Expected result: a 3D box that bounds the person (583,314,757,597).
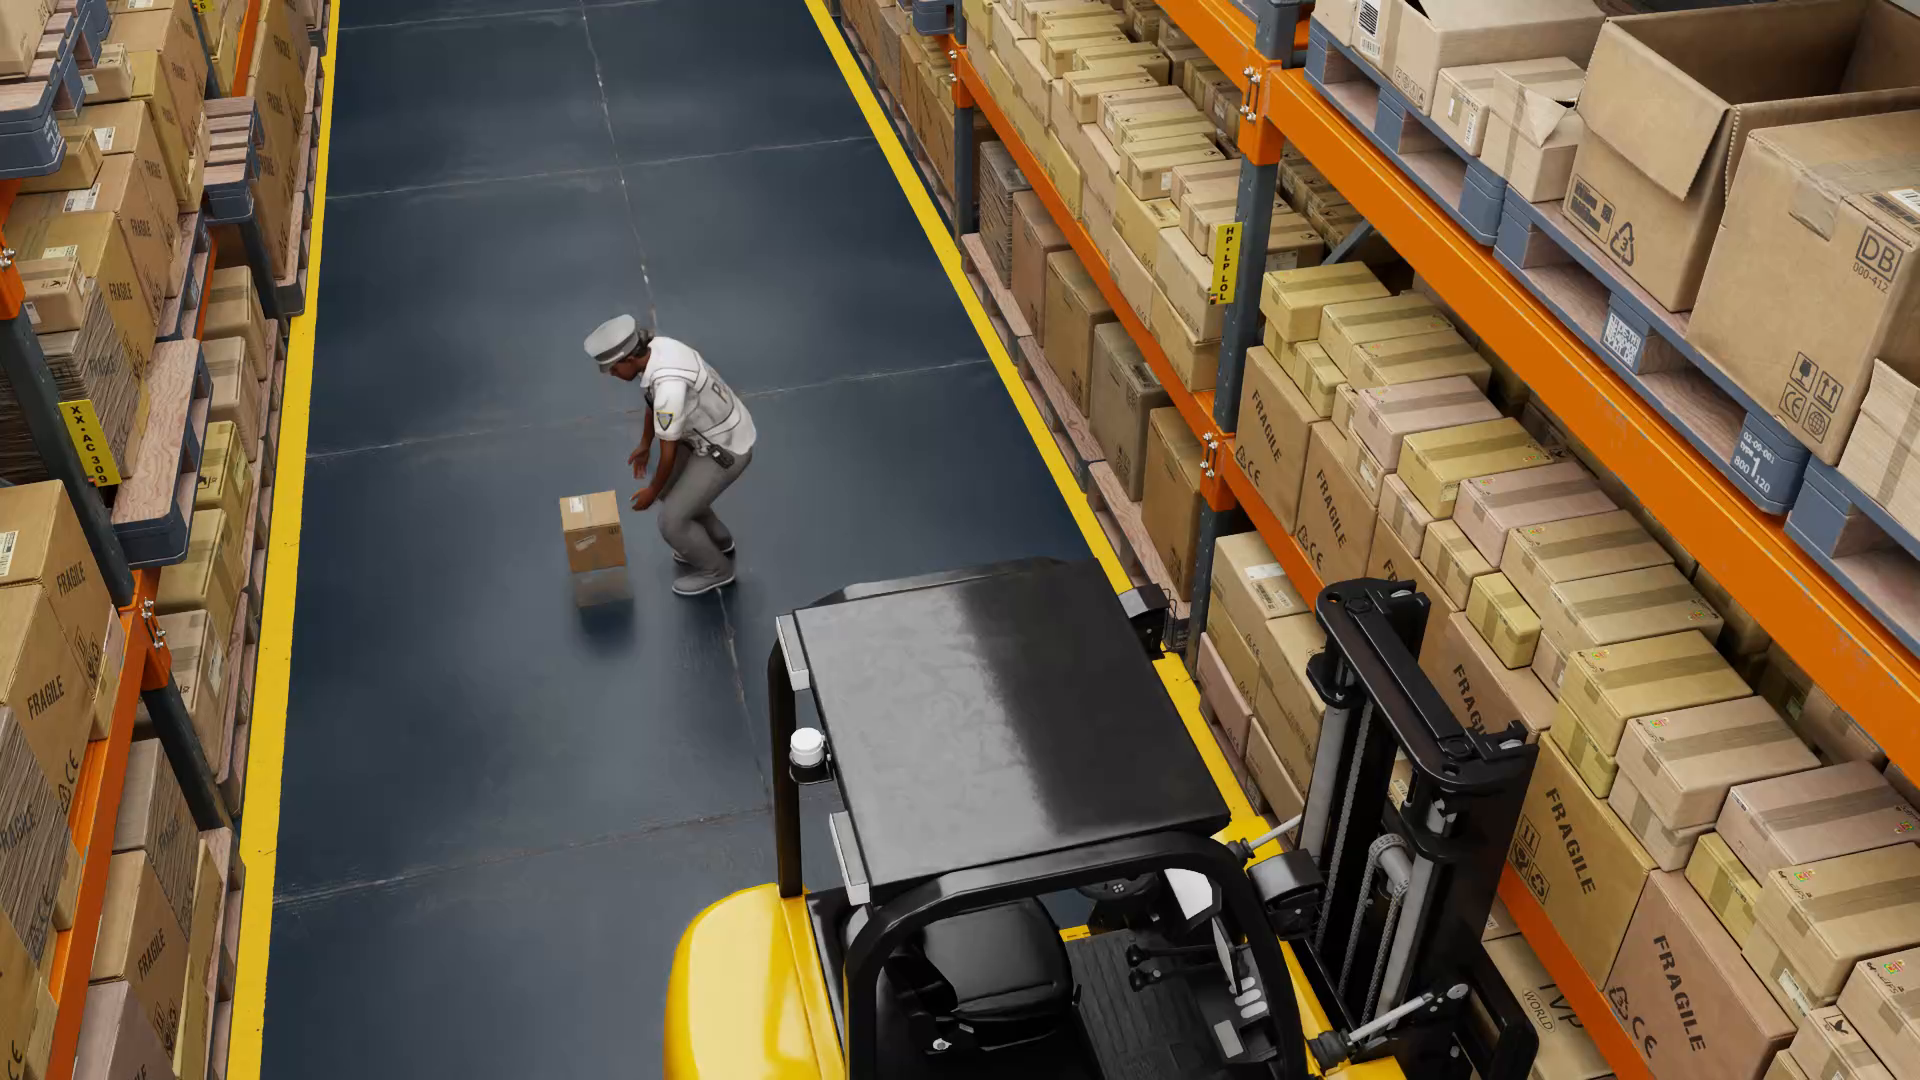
[{"bbox_3d":[-1.244,-0.382,7.405,0.689,1.414,0.495,-9,39,-11],"label":"person"}]
